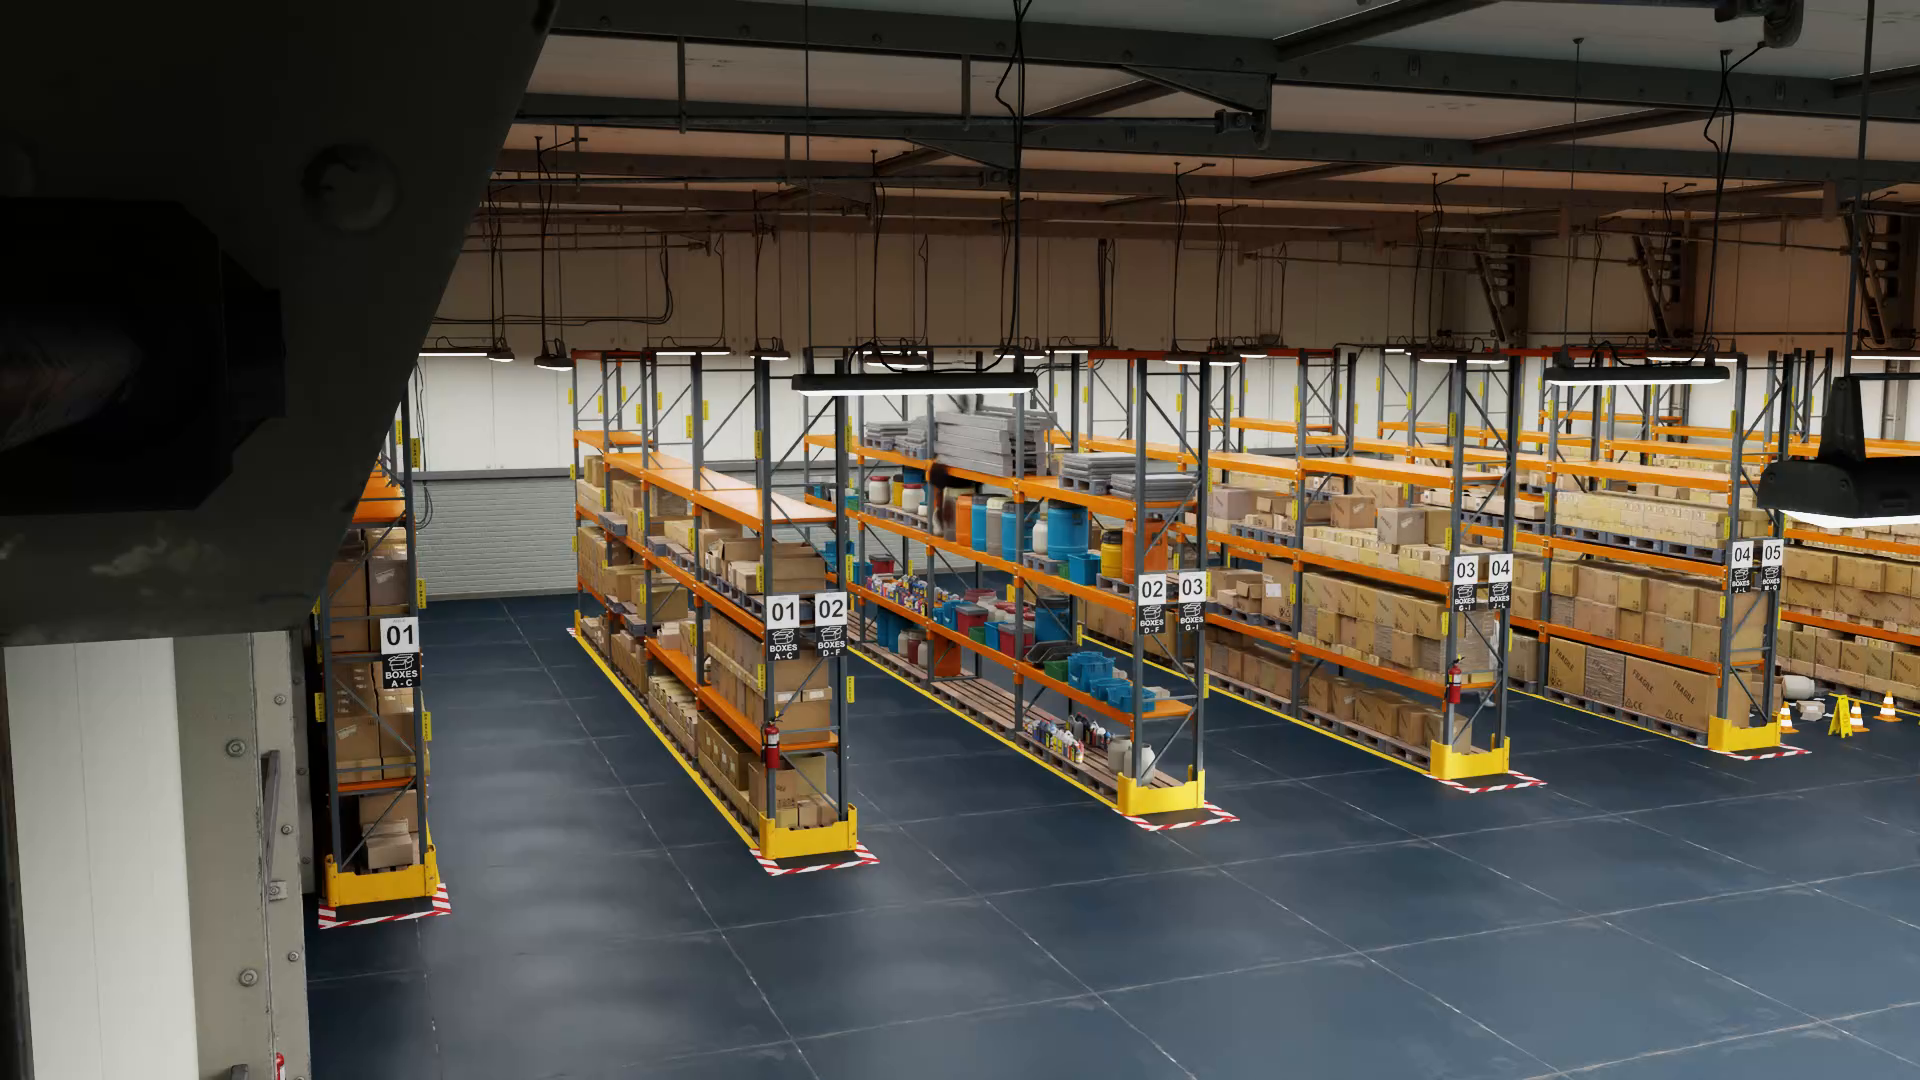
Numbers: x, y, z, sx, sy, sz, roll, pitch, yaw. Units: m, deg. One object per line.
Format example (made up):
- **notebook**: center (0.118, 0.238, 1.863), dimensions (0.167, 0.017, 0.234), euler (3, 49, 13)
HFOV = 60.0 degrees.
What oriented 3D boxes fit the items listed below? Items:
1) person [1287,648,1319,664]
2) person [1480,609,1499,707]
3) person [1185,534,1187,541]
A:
- **person**: center (6.514, 1.528, 31.345), dimensions (0.651, 1.784, 0.878), euler (-4, 8, -26)
- **person**: center (9.015, 1.968, 28.205), dimensions (0.698, 1.742, 0.587), euler (-3, 8, -25)
- **person**: center (5.133, 0.697, 38.582), dimensions (0.603, 1.719, 0.820), euler (-2, 7, -17)
